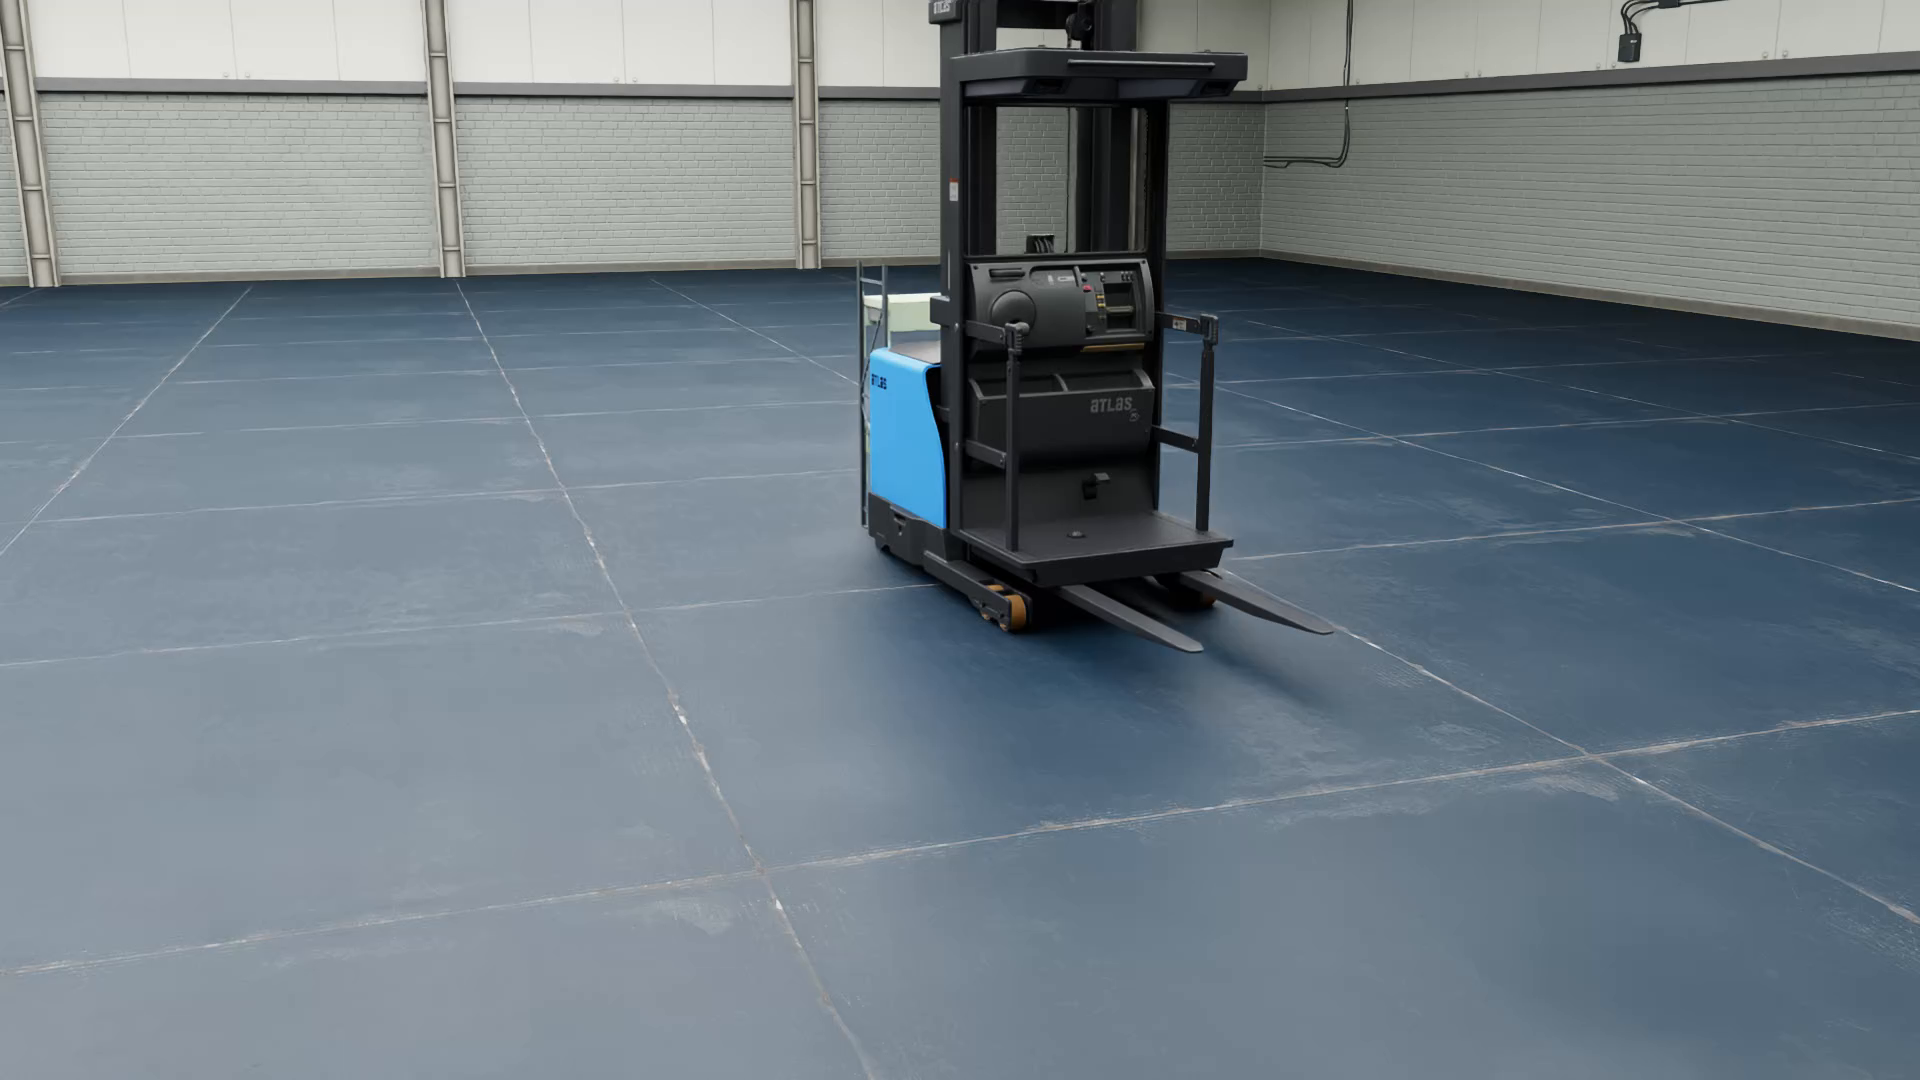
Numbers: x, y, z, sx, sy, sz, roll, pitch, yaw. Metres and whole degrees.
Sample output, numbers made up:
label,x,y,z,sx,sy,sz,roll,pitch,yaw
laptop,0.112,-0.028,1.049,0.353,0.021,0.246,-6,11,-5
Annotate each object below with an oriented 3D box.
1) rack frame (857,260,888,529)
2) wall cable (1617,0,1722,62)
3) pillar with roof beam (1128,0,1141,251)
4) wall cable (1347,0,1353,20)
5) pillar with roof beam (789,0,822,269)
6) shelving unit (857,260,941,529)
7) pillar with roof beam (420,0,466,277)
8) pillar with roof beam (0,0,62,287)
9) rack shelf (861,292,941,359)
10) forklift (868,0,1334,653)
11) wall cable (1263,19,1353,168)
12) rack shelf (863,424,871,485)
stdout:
label,x,y,z,sx,sy,sz,roll,pitch,yaw
rack frame,-0.474,-0.770,9.139,0.023,1.500,0.400,-6,15,-24
wall cable,9.246,-9.106,20.629,0.169,6.003,2.305,-4,14,-18
pillar with roof beam,4.393,-8.663,26.117,0.400,9.000,9.100,-4,14,-18
wall cable,7.096,-9.888,27.061,0.112,2.526,3.097,-4,14,-18
pillar with roof beam,-1.294,-8.220,24.255,0.400,9.000,9.100,-4,14,-18
shelving unit,-0.142,-0.806,9.288,0.755,1.500,0.431,-6,15,-24
pillar with roof beam,-6.981,-7.777,22.393,0.400,9.000,9.100,-4,14,-18
pillar with roof beam,-12.667,-7.335,20.532,0.400,9.000,9.100,-4,14,-18
rack shelf,-0.142,-1.185,9.198,0.720,0.370,0.431,-6,15,-24
forklift,0.572,-1.131,7.563,1.130,2.935,3.031,-6,15,-23
wall cable,6.233,-8.024,30.140,0.112,2.526,3.097,-4,14,-18
rack shelf,-0.142,-0.488,9.364,0.720,0.370,0.431,-6,15,-24
